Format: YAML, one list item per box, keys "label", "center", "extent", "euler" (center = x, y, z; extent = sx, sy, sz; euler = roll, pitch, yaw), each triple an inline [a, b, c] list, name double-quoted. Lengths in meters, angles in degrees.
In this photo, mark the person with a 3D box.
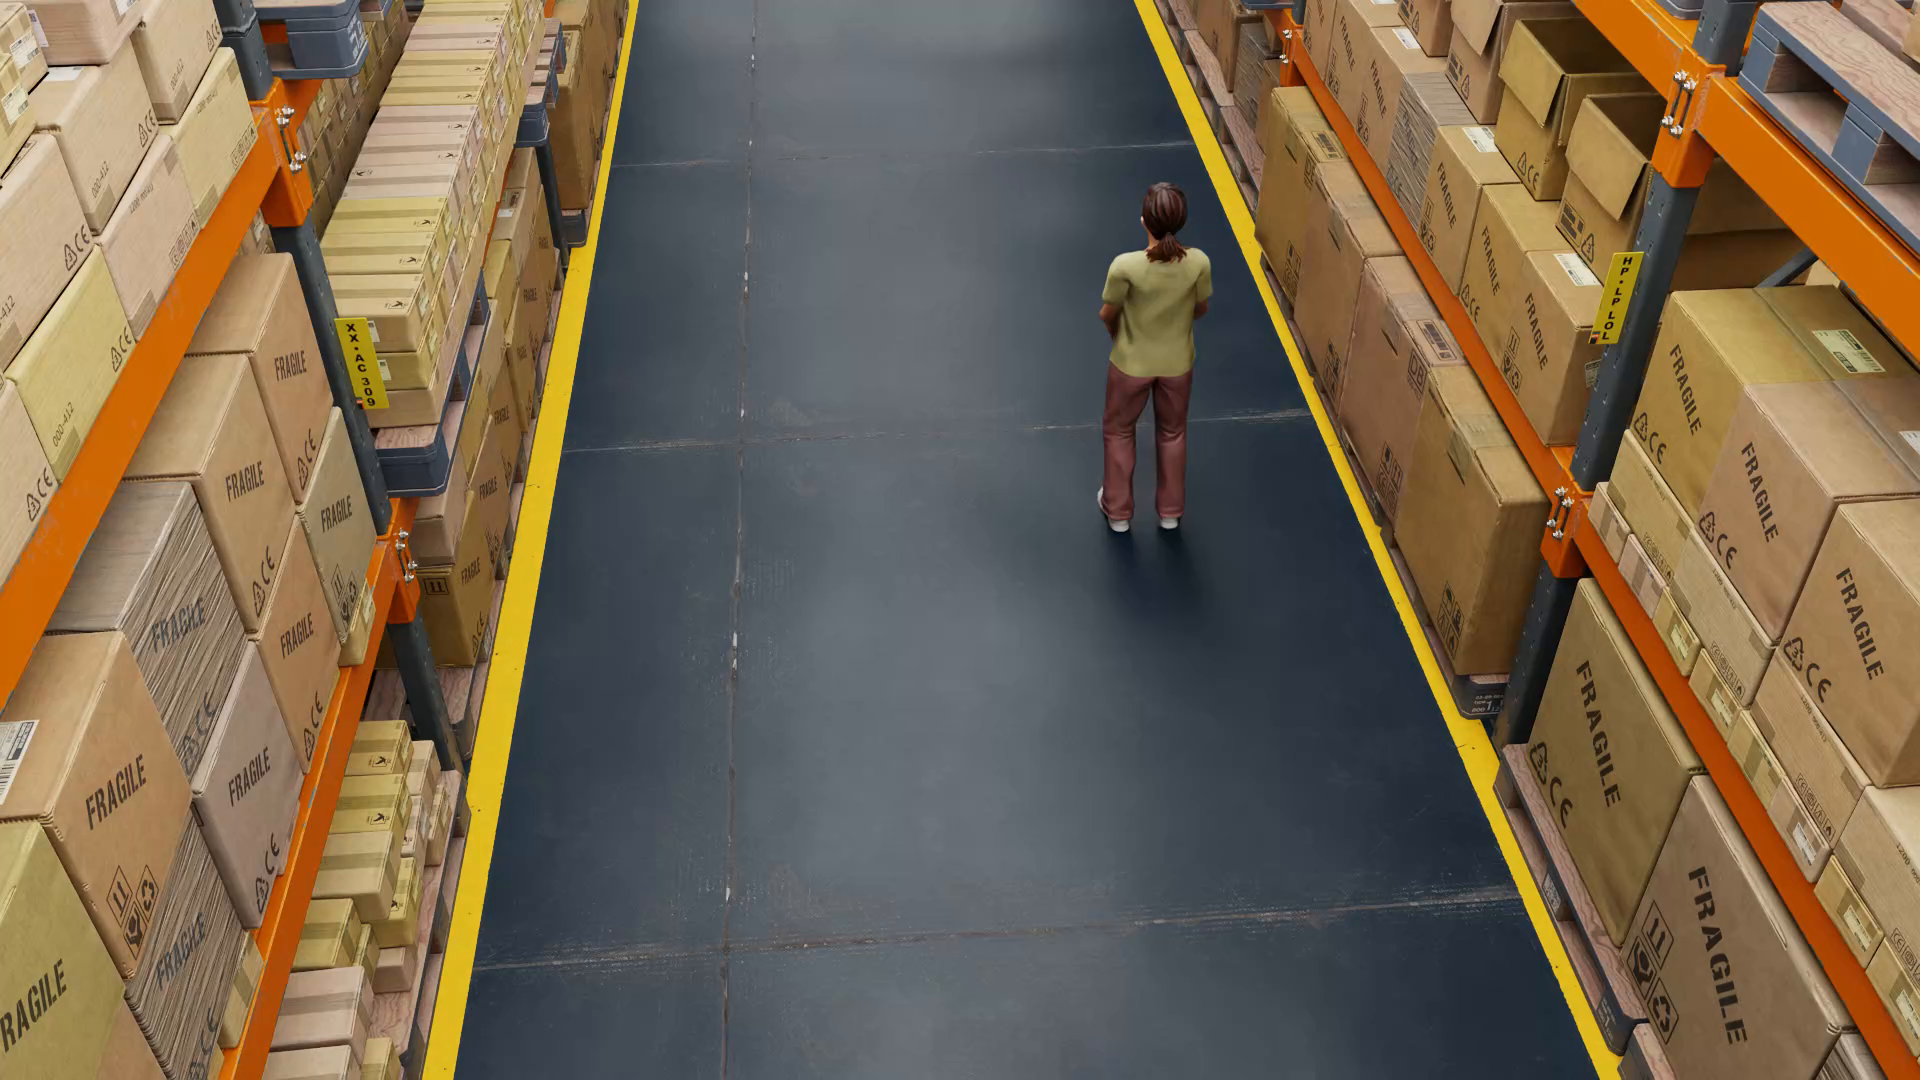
- label: "person"
  center: [0.806, -0.784, 7.113]
  extent: [0.462, 1.674, 0.484]
  euler: [-4, 39, -4]
